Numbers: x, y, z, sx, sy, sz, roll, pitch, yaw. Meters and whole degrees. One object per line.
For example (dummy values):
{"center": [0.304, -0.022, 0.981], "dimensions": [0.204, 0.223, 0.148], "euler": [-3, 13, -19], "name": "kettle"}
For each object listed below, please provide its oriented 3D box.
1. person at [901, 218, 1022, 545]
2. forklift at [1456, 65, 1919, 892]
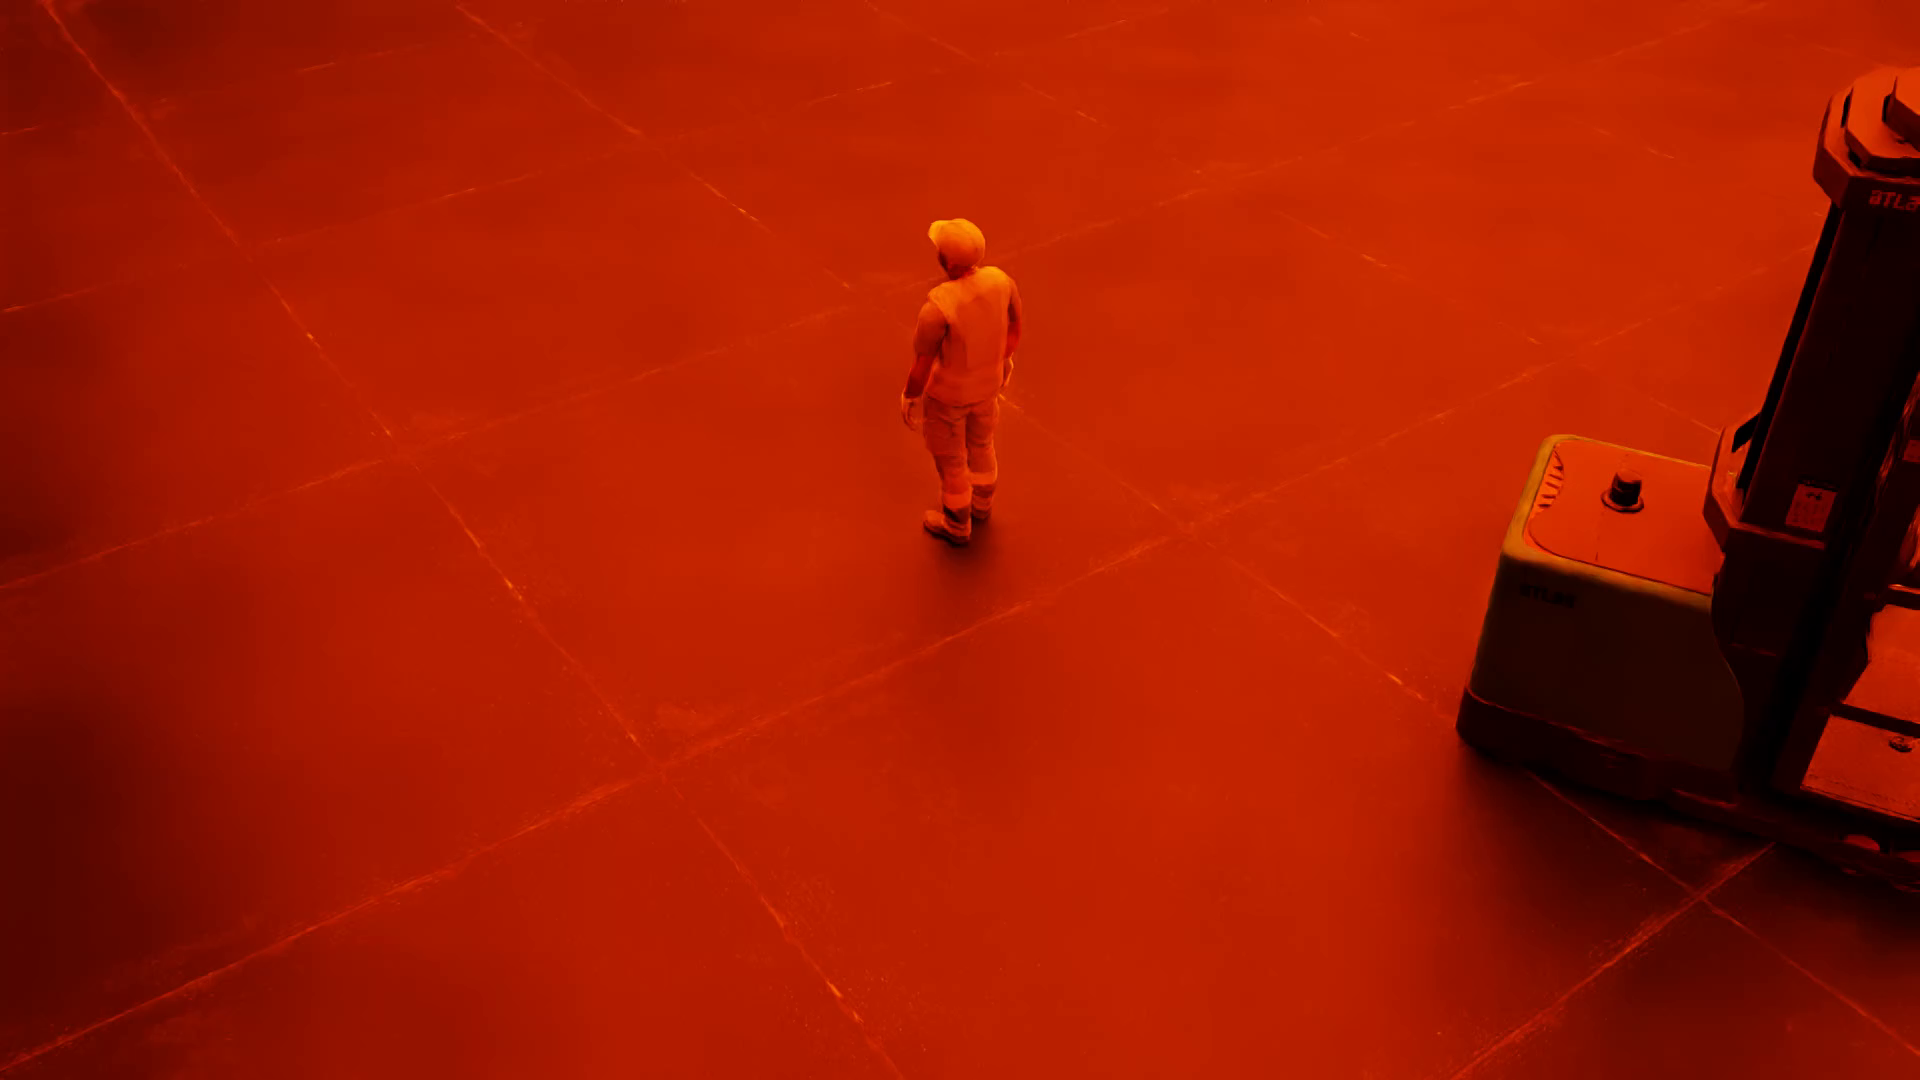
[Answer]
{"center": [-0.038, -0.768, 7.932], "dimensions": [0.637, 1.787, 0.563], "euler": [-23, 42, -28], "name": "person"}
{"center": [3.699, -0.158, 6.158], "dimensions": [3.031, 2.935, 1.130], "euler": [16, 39, 21], "name": "forklift"}
